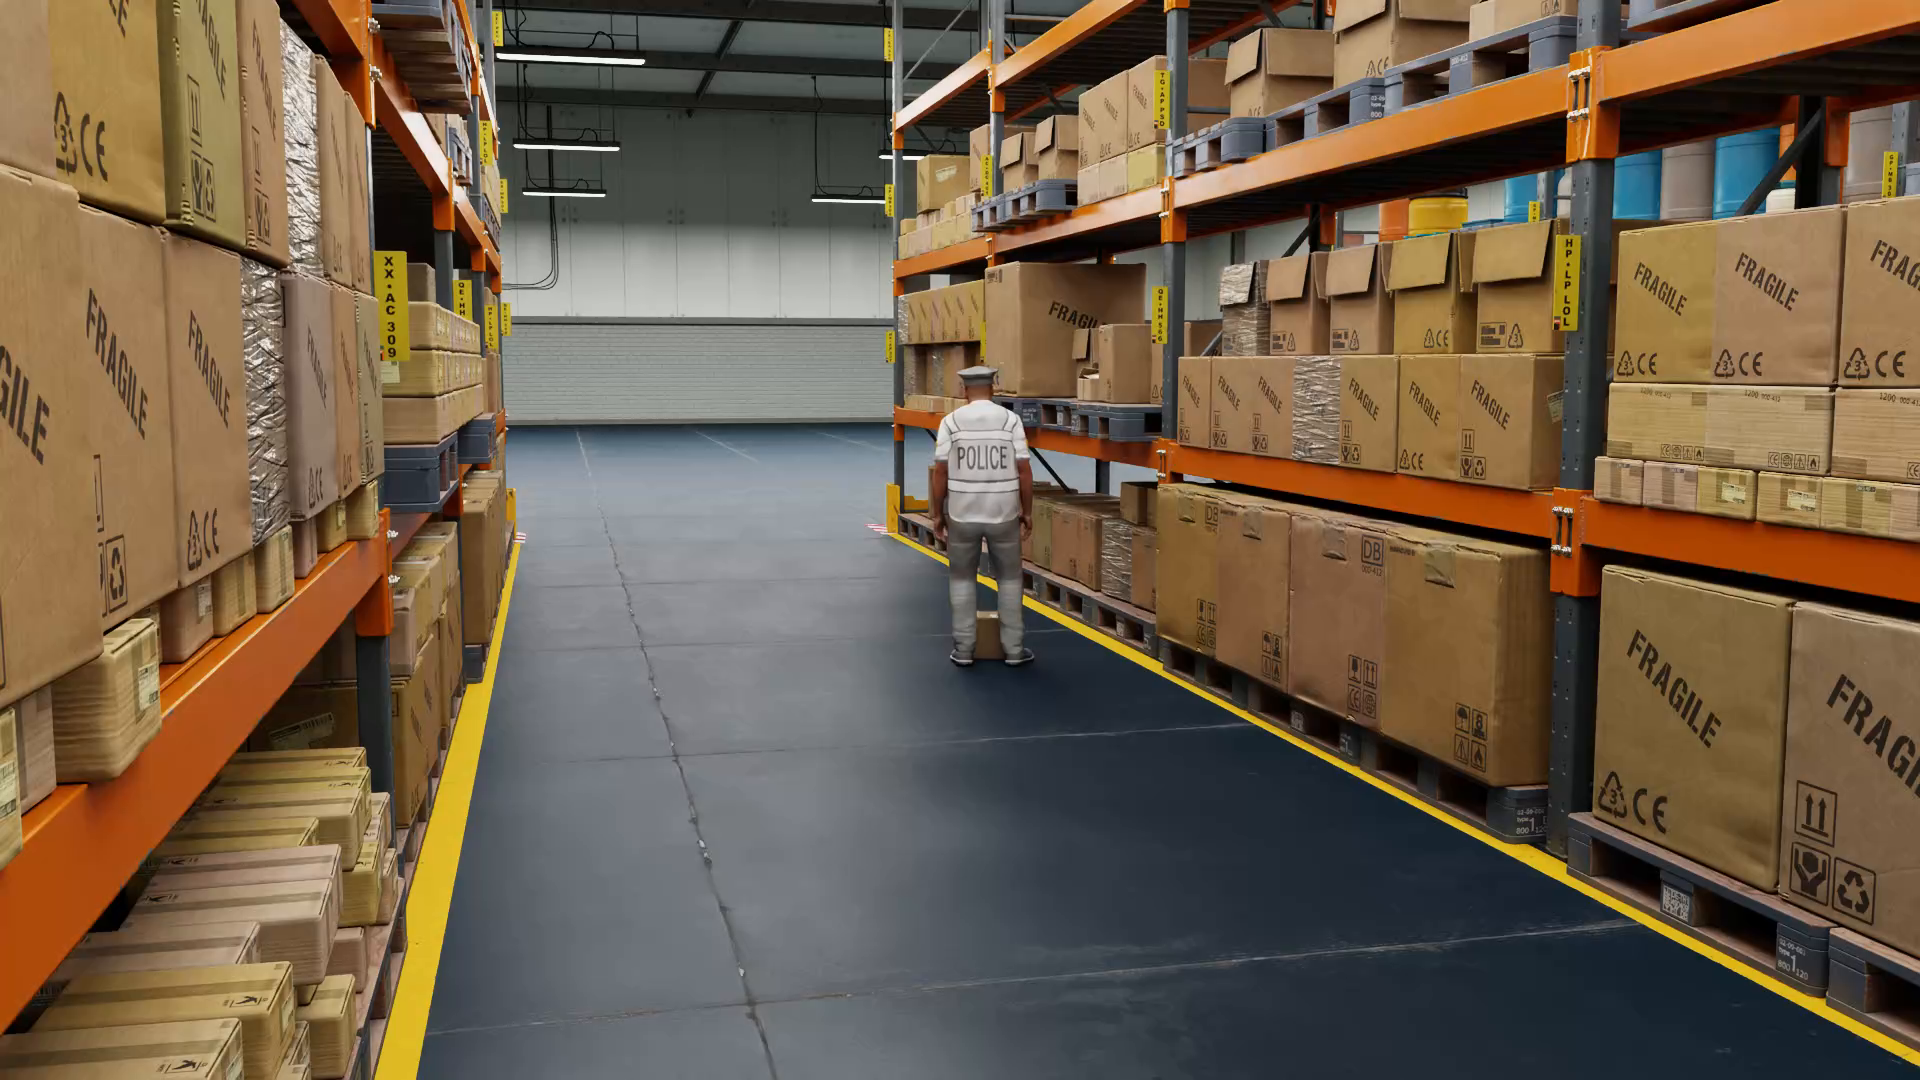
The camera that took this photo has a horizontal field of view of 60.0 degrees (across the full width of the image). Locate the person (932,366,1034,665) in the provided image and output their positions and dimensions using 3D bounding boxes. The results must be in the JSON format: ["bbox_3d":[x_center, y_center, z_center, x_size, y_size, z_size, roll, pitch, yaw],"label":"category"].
[{"bbox_3d":[0.139,-0.140,9.728,0.601,1.747,0.437,0,6,1],"label":"person"}]
